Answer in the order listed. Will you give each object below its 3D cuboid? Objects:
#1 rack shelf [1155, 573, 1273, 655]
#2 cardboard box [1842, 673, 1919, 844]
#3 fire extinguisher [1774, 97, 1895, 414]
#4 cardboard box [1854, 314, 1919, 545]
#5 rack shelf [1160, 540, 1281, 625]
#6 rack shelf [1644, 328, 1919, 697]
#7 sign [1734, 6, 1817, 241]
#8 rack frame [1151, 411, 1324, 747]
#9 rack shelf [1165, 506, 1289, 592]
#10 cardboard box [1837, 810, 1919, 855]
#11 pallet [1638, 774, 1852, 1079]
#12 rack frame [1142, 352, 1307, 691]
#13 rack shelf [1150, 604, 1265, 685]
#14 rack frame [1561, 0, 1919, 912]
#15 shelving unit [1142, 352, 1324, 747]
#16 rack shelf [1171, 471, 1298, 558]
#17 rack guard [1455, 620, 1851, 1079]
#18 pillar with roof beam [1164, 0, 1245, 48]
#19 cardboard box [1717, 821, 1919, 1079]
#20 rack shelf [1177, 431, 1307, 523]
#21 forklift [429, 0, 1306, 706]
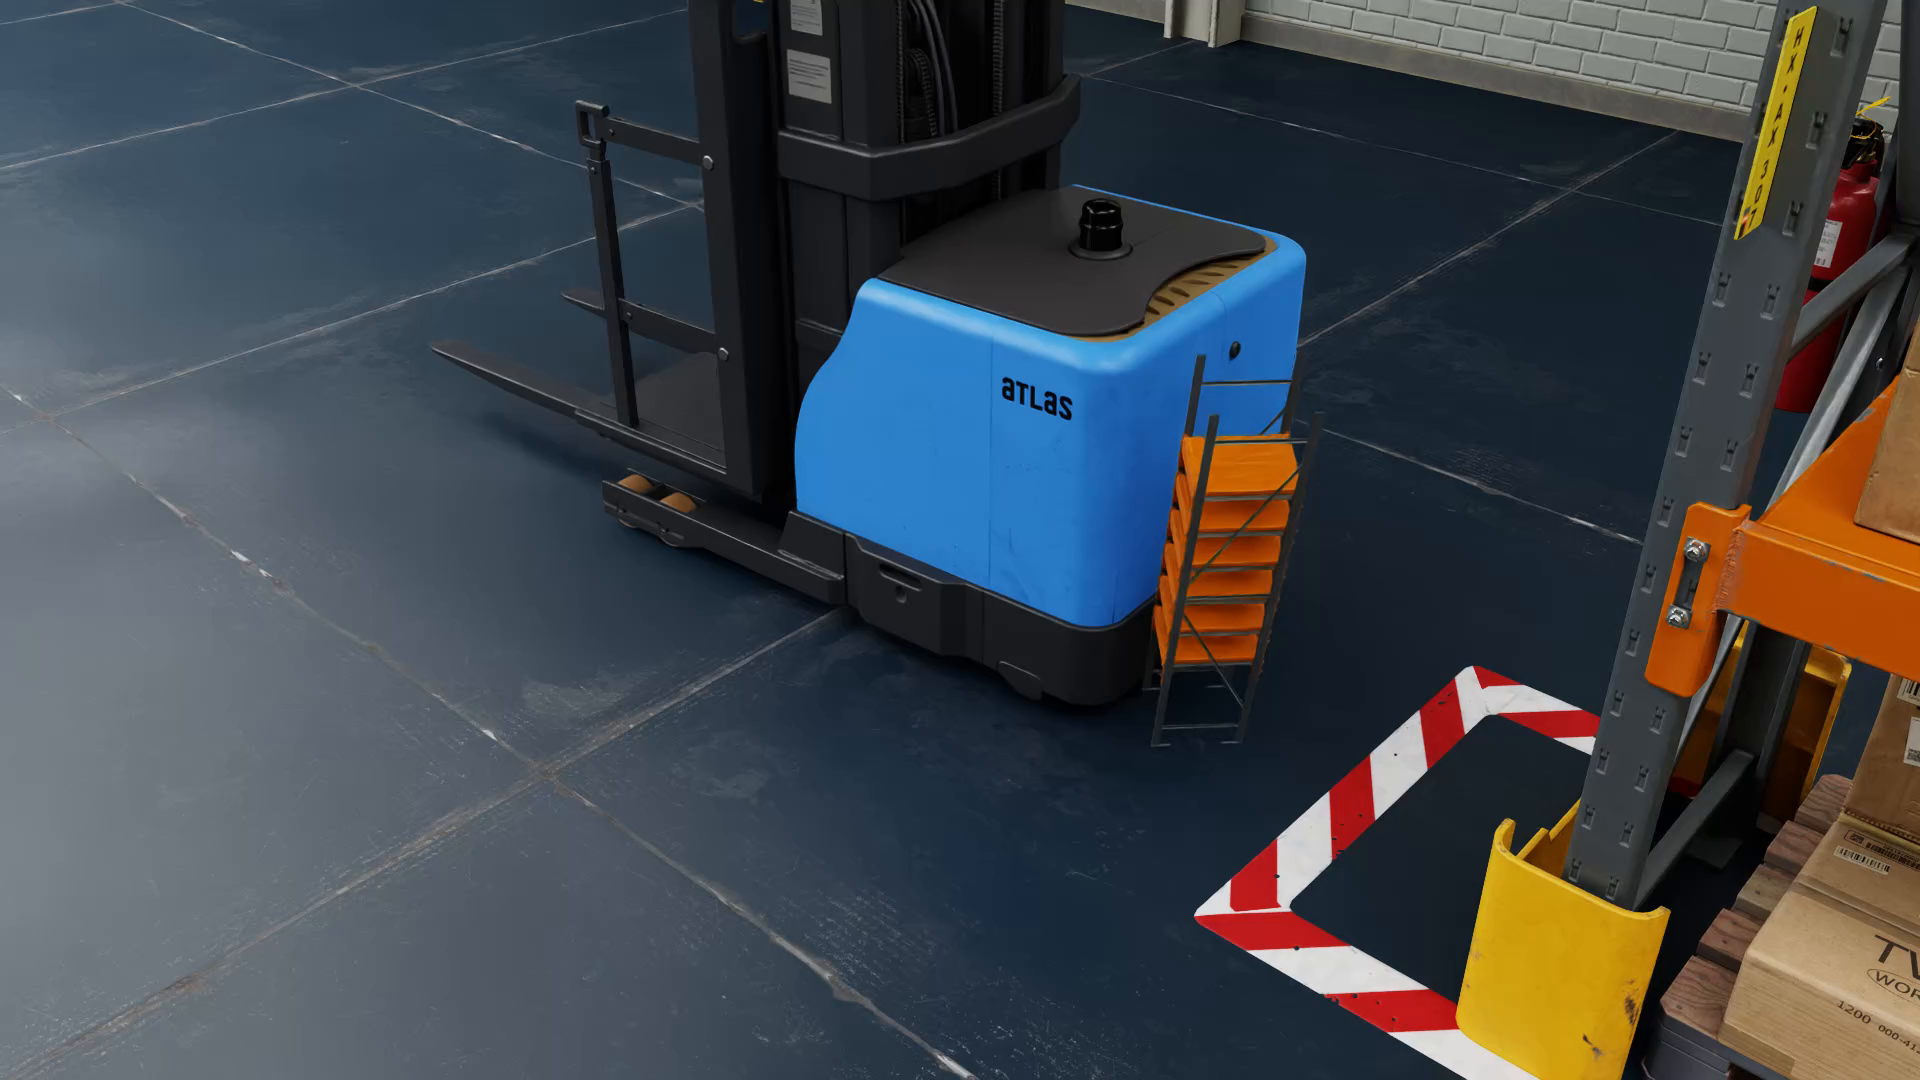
[{"bbox_3d":[0.621,0.178,4.091,0.258,0.103,0.180,-2,48,-3],"label":"rack shelf"},{"bbox_3d":[2.165,0.338,3.311,0.500,0.500,0.500,25,39,35],"label":"cardboard box"},{"bbox_3d":[1.792,-0.596,3.406,0.183,0.674,0.296,25,39,35],"label":"fire extinguisher"},{"bbox_3d":[1.905,-0.287,2.721,0.500,0.500,0.700,25,39,35],"label":"cardboard box"},{"bbox_3d":[0.623,0.098,4.002,0.258,0.103,0.180,-2,48,-3],"label":"rack shelf"},{"bbox_3d":[3.050,0.590,2.059,4.000,0.370,1.077,25,39,35],"label":"rack shelf"},{"bbox_3d":[1.191,-0.605,2.430,0.005,0.325,0.100,25,39,35],"label":"sign"},{"bbox_3d":[0.629,0.136,3.908,0.240,1.200,0.006,-2,48,-3],"label":"rack frame"},{"bbox_3d":[0.625,0.018,3.912,0.258,0.103,0.180,-2,48,-3],"label":"rack shelf"},{"bbox_3d":[2.163,0.661,3.503,0.500,0.250,0.500,25,39,35],"label":"cardboard box"},{"bbox_3d":[2.163,1.033,3.329,1.213,0.211,1.003,25,39,35],"label":"pallet"},{"bbox_3d":[0.619,0.000,4.030,0.240,1.200,0.006,-2,48,-3],"label":"rack frame"},{"bbox_3d":[0.619,0.258,4.181,0.258,0.103,0.180,-2,48,-3],"label":"rack shelf"},{"bbox_3d":[1.567,-0.410,3.023,0.127,3.000,1.000,25,39,35],"label":"rack frame"},{"bbox_3d":[0.624,0.068,3.969,0.258,1.200,0.189,-2,48,-3],"label":"shelving unit"},{"bbox_3d":[0.627,-0.062,3.823,0.258,0.103,0.180,-2,48,-3],"label":"rack shelf"},{"bbox_3d":[1.550,0.652,3.682,0.348,0.500,1.175,25,39,35],"label":"rack guard"},{"bbox_3d":[-1.349,-5.395,5.486,0.400,9.000,9.100,25,39,35],"label":"pillar with roof beam"},{"bbox_3d":[1.816,0.859,3.174,0.500,0.250,0.500,25,39,35],"label":"cardboard box"},{"bbox_3d":[0.629,-0.142,3.734,0.258,0.103,0.180,-2,48,-3],"label":"rack shelf"},{"bbox_3d":[-0.514,-1.426,4.777,3.031,2.935,1.130,22,37,32],"label":"forklift"}]
